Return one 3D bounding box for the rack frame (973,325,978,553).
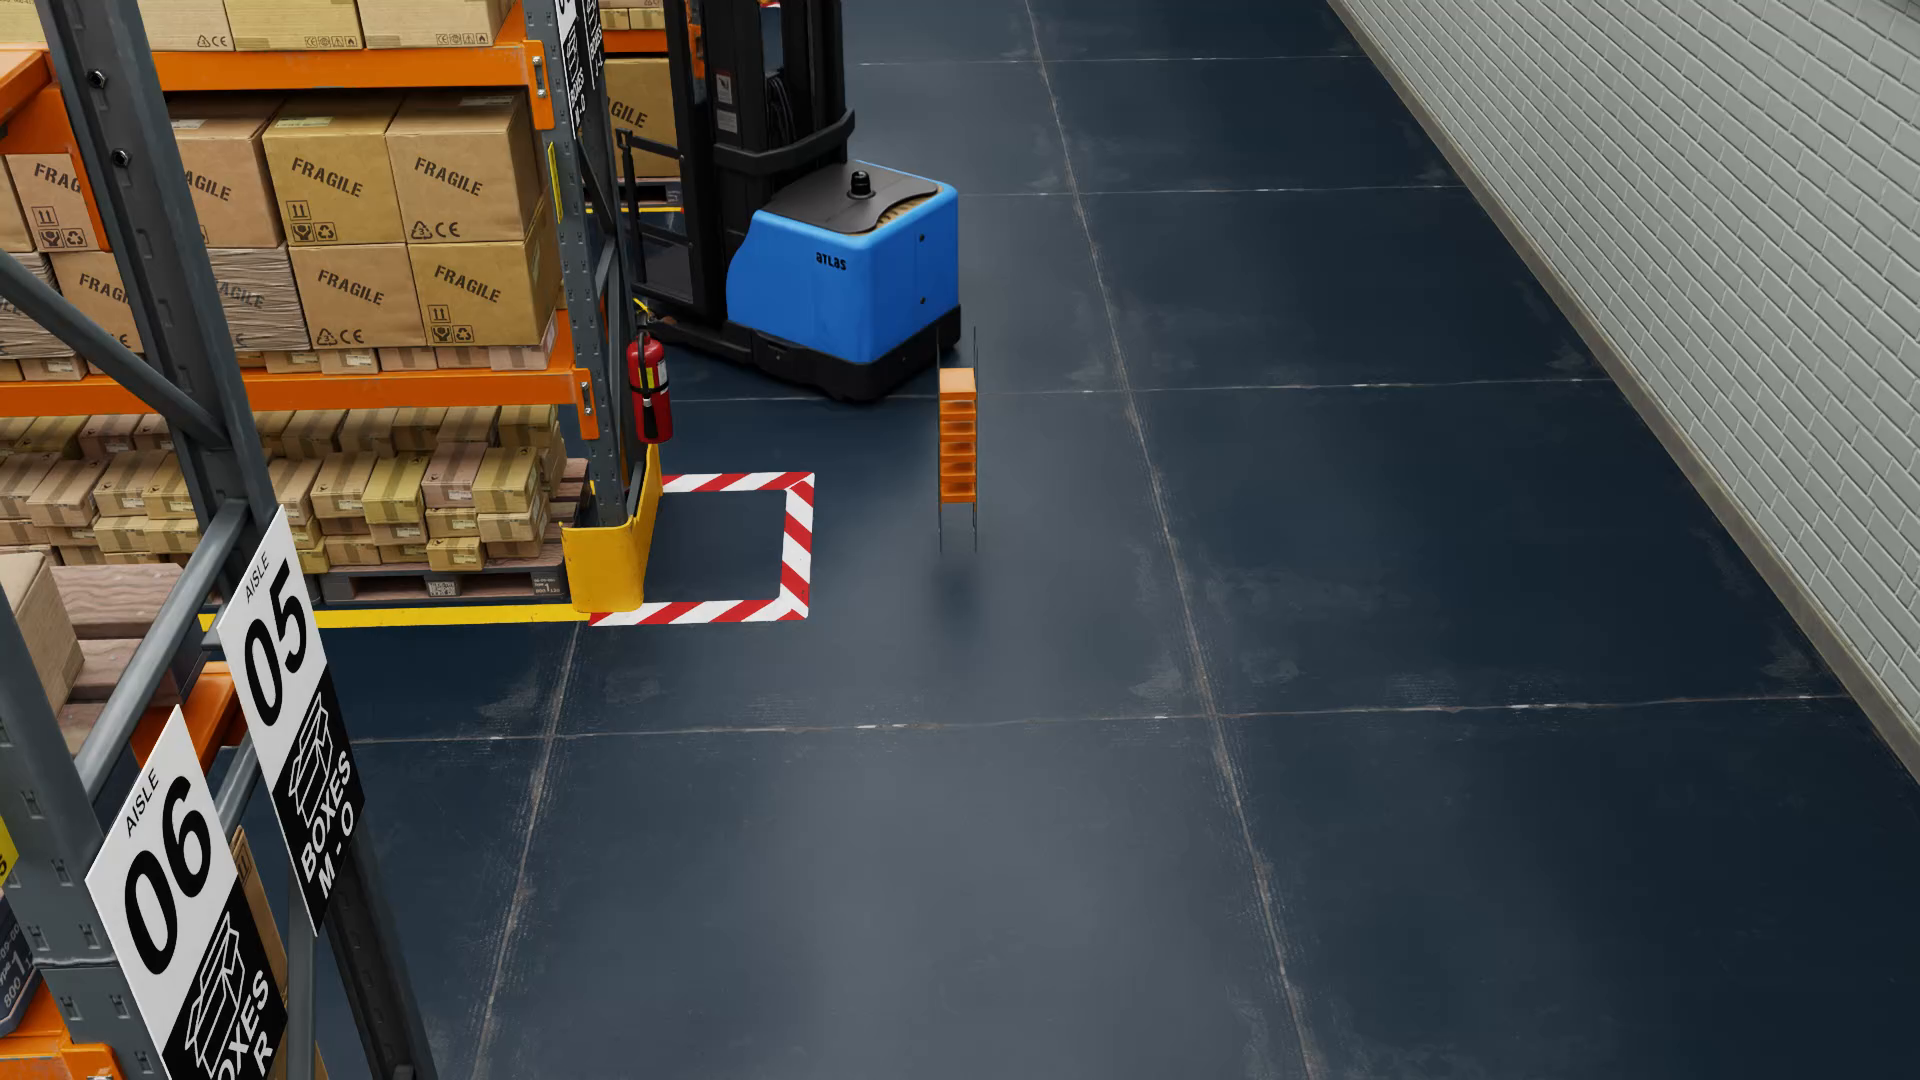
[{"bbox_3d":[0.077,-0.495,8.412,0.006,1.200,0.240,-2,35,-2],"label":"rack frame"}]

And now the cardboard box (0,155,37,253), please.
[{"bbox_3d":[-4.216,-1.568,7.152,0.500,0.500,0.500,-1,35,-1],"label":"cardboard box"}]

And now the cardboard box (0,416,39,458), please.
[{"bbox_3d":[-4.855,-0.544,8.514,0.250,0.149,0.380,-2,35,-3],"label":"cardboard box"}]

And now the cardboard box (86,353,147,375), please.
[{"bbox_3d":[-3.822,-0.916,7.659,0.250,0.149,0.380,0,35,0],"label":"cardboard box"}]

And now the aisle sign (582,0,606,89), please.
[{"bbox_3d":[-1.645,-2.450,7.370,0.004,0.787,0.394,-2,35,-2],"label":"aisle sign"}]

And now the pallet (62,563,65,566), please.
[{"bbox_3d":[-5.030,0.007,8.554,1.213,0.211,1.003,-2,35,-2],"label":"pallet"}]

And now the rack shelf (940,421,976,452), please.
[{"bbox_3d":[-0.014,-0.555,8.365,0.180,0.103,0.258,-2,35,-2],"label":"rack shelf"}]

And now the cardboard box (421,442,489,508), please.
[{"bbox_3d":[-2.475,-0.322,8.192,0.250,0.149,0.380,-1,35,-1],"label":"cardboard box"}]

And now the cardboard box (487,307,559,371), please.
[{"bbox_3d":[-2.016,-0.936,7.688,0.250,0.149,0.380,-1,35,-2],"label":"cardboard box"}]

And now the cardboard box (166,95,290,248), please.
[{"bbox_3d":[-3.175,-1.597,7.194,0.500,0.500,0.500,0,35,0],"label":"cardboard box"}]

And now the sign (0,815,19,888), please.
[{"bbox_3d":[-1.357,0.346,2.270,0.005,0.325,0.100,-2,35,-2],"label":"sign"}]

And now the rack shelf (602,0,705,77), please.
[{"bbox_3d":[-3.836,-3.681,12.066,4.000,0.370,1.077,-2,35,-2],"label":"rack shelf"}]

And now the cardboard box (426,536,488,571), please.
[{"bbox_3d":[-2.472,-0.012,8.268,0.250,0.149,0.380,-1,35,-1],"label":"cardboard box"}]

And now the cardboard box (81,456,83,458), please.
[{"bbox_3d":[-4.608,-0.396,8.561,0.250,0.149,0.380,-1,35,-2],"label":"cardboard box"}]

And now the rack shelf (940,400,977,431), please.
[{"bbox_3d":[-0.014,-0.654,8.297,0.180,0.103,0.258,-2,35,-2],"label":"rack shelf"}]

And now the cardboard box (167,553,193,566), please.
[{"bbox_3d":[-3.768,-0.037,8.304,0.250,0.149,0.380,-1,35,-1],"label":"cardboard box"}]

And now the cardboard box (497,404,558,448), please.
[{"bbox_3d":[-2.244,-0.633,8.642,0.250,0.149,0.380,-3,35,-4],"label":"cardboard box"}]

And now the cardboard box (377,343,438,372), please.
[{"bbox_3d":[-2.516,-0.936,7.687,0.250,0.149,0.380,-2,35,-3],"label":"cardboard box"}]

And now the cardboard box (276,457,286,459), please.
[{"bbox_3d":[-3.547,-0.394,8.558,0.250,0.149,0.380,0,35,0],"label":"cardboard box"}]

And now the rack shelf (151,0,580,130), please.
[{"bbox_3d":[-3.702,-2.093,7.134,4.000,0.370,1.077,-2,35,-2],"label":"rack shelf"}]

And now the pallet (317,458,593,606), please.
[{"bbox_3d":[-2.593,-0.059,8.649,1.213,0.211,1.003,-2,35,-2],"label":"pallet"}]

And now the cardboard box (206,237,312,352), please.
[{"bbox_3d":[-3.161,-1.184,7.476,0.500,0.500,0.500,-1,35,-2],"label":"cardboard box"}]

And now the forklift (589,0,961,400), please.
[{"bbox_3d":[-1.501,-2.679,10.045,3.031,2.935,1.130,21,40,28],"label":"forklift"}]

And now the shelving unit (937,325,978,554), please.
[{"bbox_3d":[-0.014,-0.493,8.408,0.189,1.200,0.258,-2,35,-2],"label":"shelving unit"}]

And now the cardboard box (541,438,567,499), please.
[{"bbox_3d":[-2.243,-0.377,8.795,0.250,0.149,0.380,-1,35,-1],"label":"cardboard box"}]

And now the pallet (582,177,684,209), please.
[{"bbox_3d":[-2.633,-2.818,12.637,1.213,0.211,1.003,-2,35,-2],"label":"pallet"}]

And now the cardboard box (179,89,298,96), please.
[{"bbox_3d":[-3.190,-1.904,7.637,0.500,0.500,0.500,-2,35,-3],"label":"cardboard box"}]

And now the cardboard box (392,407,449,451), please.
[{"bbox_3d":[-2.771,-0.623,8.628,0.250,0.149,0.380,-2,35,-2],"label":"cardboard box"}]

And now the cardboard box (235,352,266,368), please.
[{"bbox_3d":[-3.307,-0.952,7.710,0.250,0.149,0.380,-3,35,-4],"label":"cardboard box"}]

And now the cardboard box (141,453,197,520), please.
[{"bbox_3d":[-3.784,-0.265,8.111,0.250,0.149,0.380,-1,35,-2],"label":"cardboard box"}]

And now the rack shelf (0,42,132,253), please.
[{"bbox_3d":[-3.367,-0.351,2.333,4.000,0.370,1.077,-2,35,-2],"label":"rack shelf"}]

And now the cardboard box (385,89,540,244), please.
[{"bbox_3d":[-2.149,-1.630,7.241,0.500,0.500,0.500,-2,35,-3],"label":"cardboard box"}]

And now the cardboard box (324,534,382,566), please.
[{"bbox_3d":[-2.986,-0.040,8.308,0.250,0.149,0.380,-1,35,-2],"label":"cardboard box"}]

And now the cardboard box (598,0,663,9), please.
[{"bbox_3d":[-2.310,-3.928,11.660,0.500,0.250,0.500,-2,35,-3],"label":"cardboard box"}]

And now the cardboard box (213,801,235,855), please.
[{"bbox_3d":[-1.737,0.735,3.515,0.250,0.149,0.380,-1,35,-1],"label":"cardboard box"}]

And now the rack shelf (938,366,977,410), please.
[{"bbox_3d":[-0.014,-0.752,8.228,0.180,0.103,0.258,-2,35,-2],"label":"rack shelf"}]

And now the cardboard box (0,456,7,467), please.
[{"bbox_3d":[-4.817,-0.246,8.083,0.250,0.149,0.380,-2,35,-3],"label":"cardboard box"}]

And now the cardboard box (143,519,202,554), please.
[{"bbox_3d":[-3.784,-0.099,8.133,0.250,0.149,0.380,-1,35,-2],"label":"cardboard box"}]

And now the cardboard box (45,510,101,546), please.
[{"bbox_3d":[-4.287,-0.136,8.186,0.250,0.149,0.380,0,35,0],"label":"cardboard box"}]

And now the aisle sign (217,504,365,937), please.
[{"bbox_3d":[-1.311,0.366,3.300,0.004,0.787,0.394,-2,35,-2],"label":"aisle sign"}]

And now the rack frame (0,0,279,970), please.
[{"bbox_3d":[-1.369,-0.865,2.092,0.127,3.000,1.000,-2,35,-2],"label":"rack frame"}]

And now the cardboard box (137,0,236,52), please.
[{"bbox_3d":[-3.151,-2.194,6.781,0.500,0.250,0.500,0,35,0],"label":"cardboard box"}]

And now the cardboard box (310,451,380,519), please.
[{"bbox_3d":[-2.989,-0.271,8.120,0.250,0.149,0.380,-3,35,-4],"label":"cardboard box"}]

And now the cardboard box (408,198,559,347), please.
[{"bbox_3d":[-2.141,-1.214,7.519,0.500,0.500,0.500,-1,35,-1],"label":"cardboard box"}]

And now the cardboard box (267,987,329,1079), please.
[{"bbox_3d":[-1.862,1.411,3.988,0.500,0.500,0.500,-2,35,-3],"label":"cardboard box"}]

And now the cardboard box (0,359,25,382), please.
[{"bbox_3d":[-4.356,-0.879,7.606,0.250,0.149,0.380,-1,35,-1],"label":"cardboard box"}]

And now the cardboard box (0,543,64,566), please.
[{"bbox_3d":[-4.558,-0.007,8.261,0.250,0.149,0.380,-2,35,-3],"label":"cardboard box"}]

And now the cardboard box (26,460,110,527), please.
[{"bbox_3d":[-4.300,-0.227,8.055,0.250,0.149,0.380,-1,35,-1],"label":"cardboard box"}]

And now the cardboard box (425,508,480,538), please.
[{"bbox_3d":[-2.481,-0.179,8.247,0.250,0.149,0.380,-2,35,-3],"label":"cardboard box"}]

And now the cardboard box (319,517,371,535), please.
[{"bbox_3d":[-3.010,-0.192,8.266,0.250,0.149,0.380,-2,35,-3],"label":"cardboard box"}]

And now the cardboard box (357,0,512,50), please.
[{"bbox_3d":[-2.146,-2.218,6.815,0.500,0.250,0.500,-2,35,-3],"label":"cardboard box"}]

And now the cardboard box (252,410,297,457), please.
[{"bbox_3d":[-3.557,-0.586,8.575,0.250,0.149,0.380,-1,35,-1],"label":"cardboard box"}]

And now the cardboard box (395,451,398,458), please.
[{"bbox_3d":[-3.018,-0.486,8.691,0.250,0.149,0.380,-1,35,-1],"label":"cardboard box"}]

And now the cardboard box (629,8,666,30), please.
[{"bbox_3d":[-2.178,-3.731,11.726,0.250,0.149,0.380,-1,35,-1],"label":"cardboard box"}]

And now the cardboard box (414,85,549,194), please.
[{"bbox_3d":[-2.165,-1.922,7.664,0.500,0.500,0.500,-2,35,-3],"label":"cardboard box"}]

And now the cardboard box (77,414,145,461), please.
[{"bbox_3d":[-4.326,-0.566,8.546,0.250,0.149,0.380,-3,35,-5],"label":"cardboard box"}]
